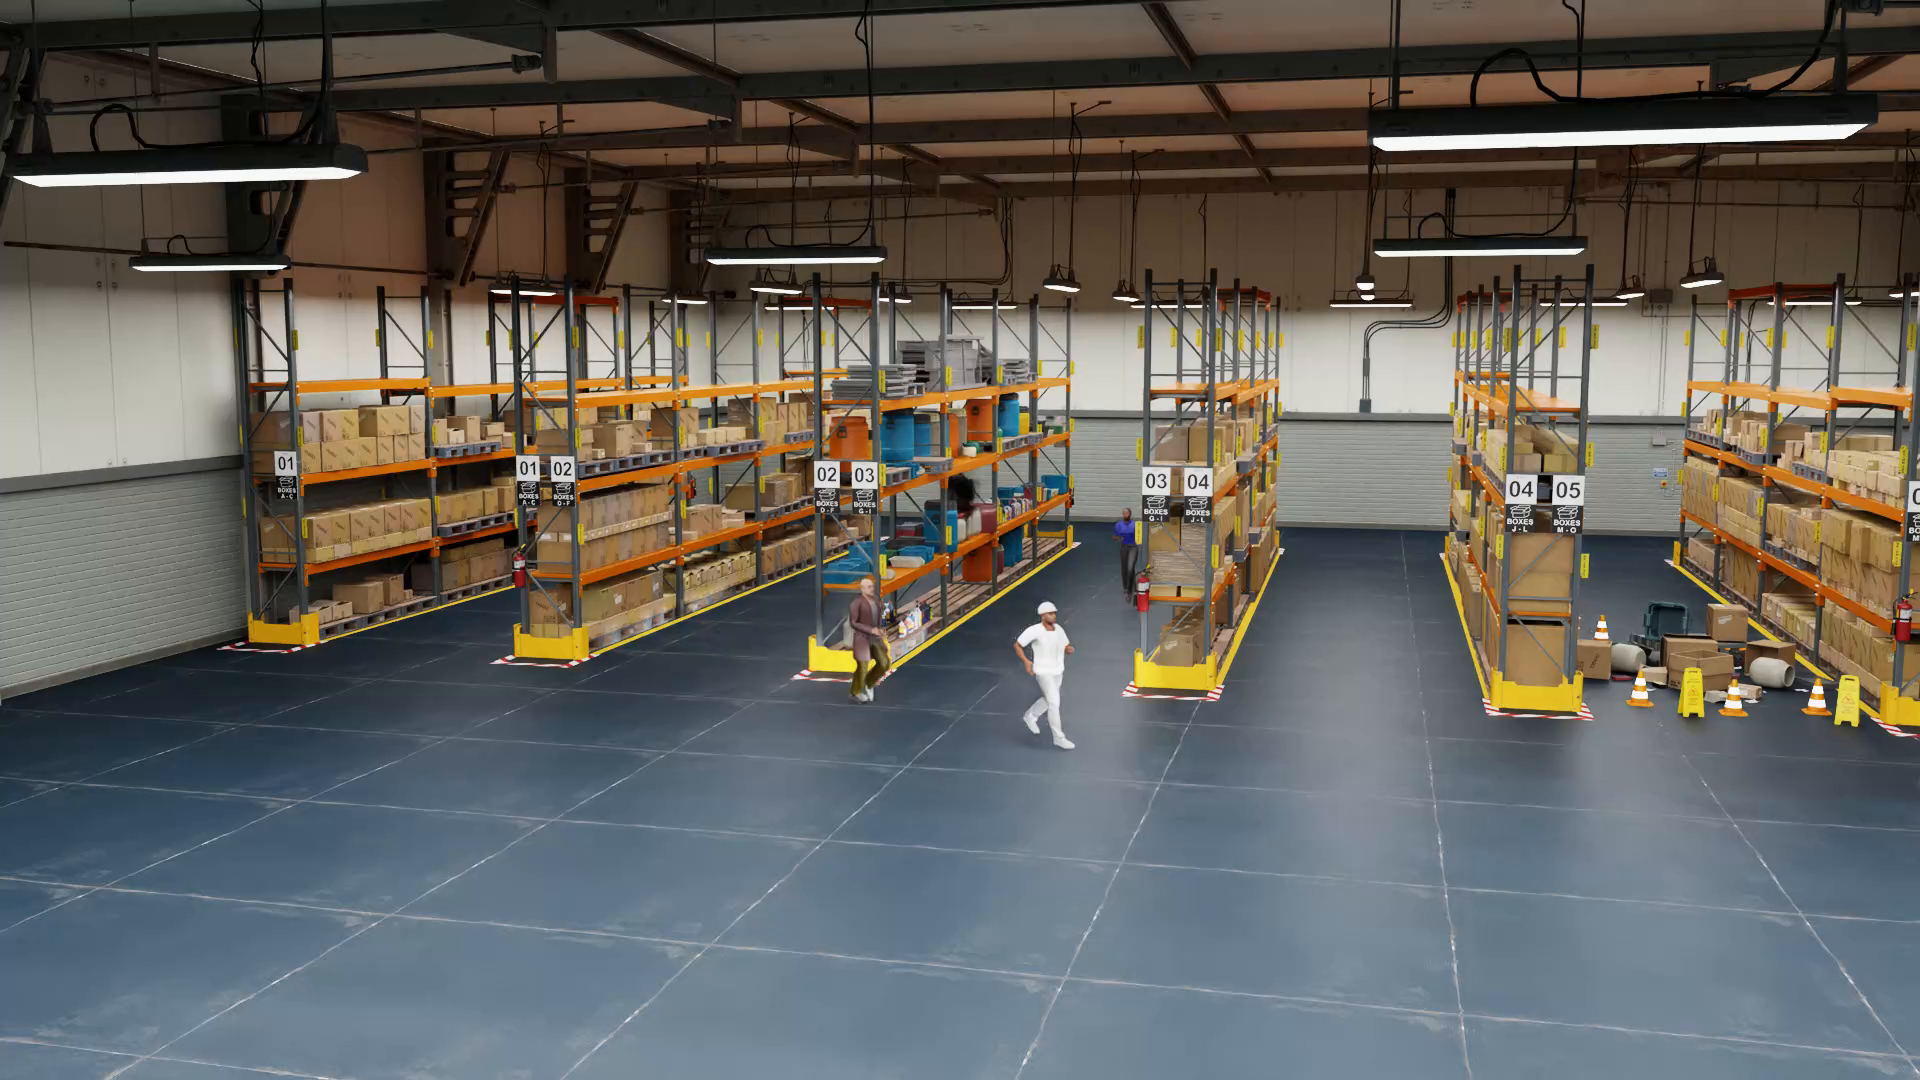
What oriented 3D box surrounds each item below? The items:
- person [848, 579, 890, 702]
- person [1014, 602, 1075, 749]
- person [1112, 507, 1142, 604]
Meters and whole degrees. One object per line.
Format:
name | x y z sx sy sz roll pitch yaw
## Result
person | -1.249 1.390 22.890 0.681 1.737 0.784 -7 10 -44
person | 1.094 1.635 20.600 0.701 1.750 0.990 -6 9 -43
person | 3.098 0.270 30.483 0.582 1.754 0.837 2 7 18
